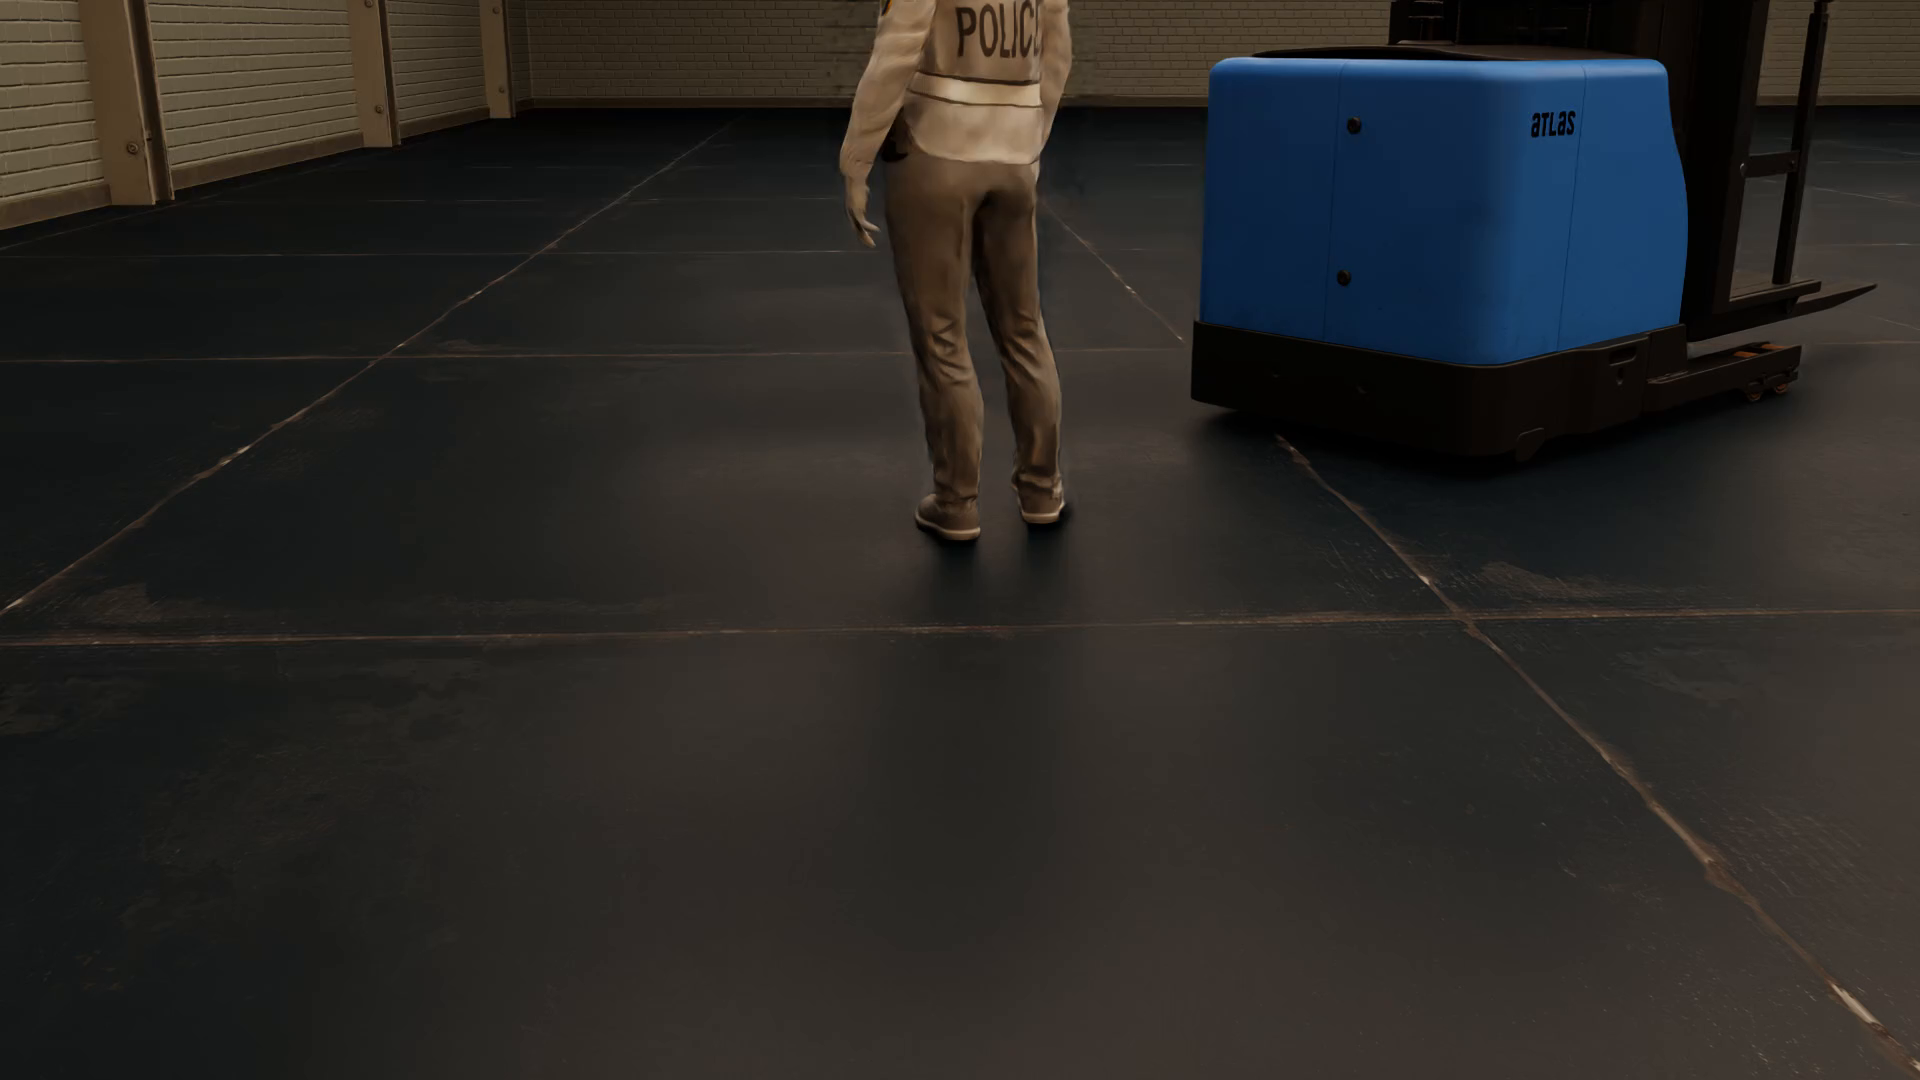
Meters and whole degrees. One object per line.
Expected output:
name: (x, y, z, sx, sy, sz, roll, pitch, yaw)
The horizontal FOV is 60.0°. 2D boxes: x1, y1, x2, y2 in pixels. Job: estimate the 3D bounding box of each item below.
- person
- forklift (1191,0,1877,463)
person: (0.031, -0.827, 3.709, 0.693, 1.696, 0.397, -15, 22, -40)
forklift: (2.147, -1.948, 5.277, 3.031, 2.935, 1.130, -14, 22, -39)
